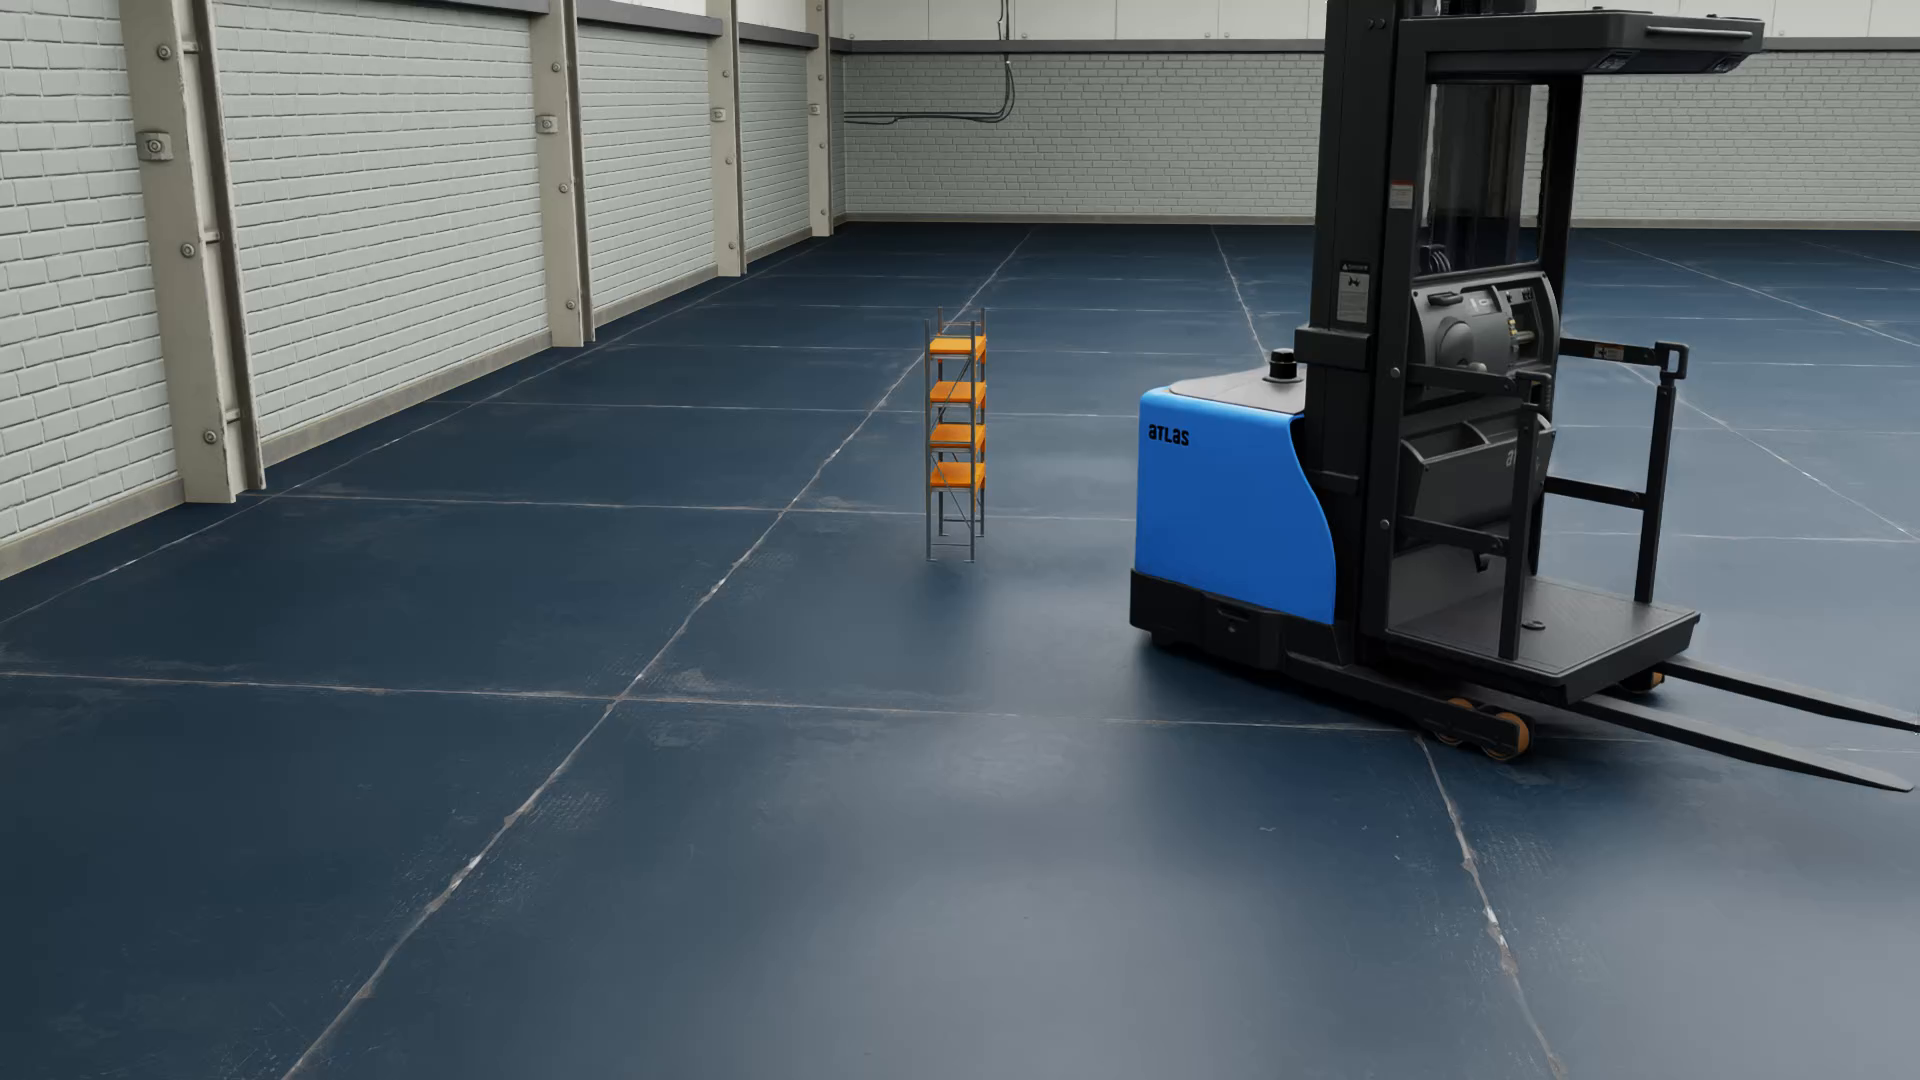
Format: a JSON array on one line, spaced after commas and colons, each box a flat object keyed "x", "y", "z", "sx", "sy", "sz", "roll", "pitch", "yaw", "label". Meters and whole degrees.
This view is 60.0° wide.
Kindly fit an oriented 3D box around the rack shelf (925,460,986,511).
[{"x": -0.019, "y": -0.280, "z": 8.416, "sx": 0.258, "sy": 0.148, "sz": 0.480, "roll": 2, "pitch": 15, "yaw": 6, "label": "rack shelf"}]

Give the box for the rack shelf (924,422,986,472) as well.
[{"x": -0.019, "y": -0.471, "z": 8.364, "sx": 0.258, "sy": 0.148, "sz": 0.480, "roll": 2, "pitch": 15, "yaw": 6, "label": "rack shelf"}]

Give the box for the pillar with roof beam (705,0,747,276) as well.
[{"x": 1.366, "y": -7.594, "z": 19.505, "sx": 9.100, "sy": 9.000, "sz": 0.400, "roll": 2, "pitch": 15, "yaw": 6, "label": "pillar with roof beam"}]

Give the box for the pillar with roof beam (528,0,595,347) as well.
[{"x": 0.689, "y": -6.037, "z": 13.750, "sx": 9.100, "sy": 9.000, "sz": 0.400, "roll": 2, "pitch": 15, "yaw": 6, "label": "pillar with roof beam"}]

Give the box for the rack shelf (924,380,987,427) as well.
[{"x": -0.019, "y": -0.687, "z": 8.306, "sx": 0.258, "sy": 0.148, "sz": 0.480, "roll": 2, "pitch": 15, "yaw": 6, "label": "rack shelf"}]

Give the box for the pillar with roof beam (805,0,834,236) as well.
[{"x": 2.043, "y": -9.150, "z": 25.260, "sx": 9.100, "sy": 9.000, "sz": 0.400, "roll": 2, "pitch": 15, "yaw": 6, "label": "pillar with roof beam"}]

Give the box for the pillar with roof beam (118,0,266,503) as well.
[{"x": 0.012, "y": -4.481, "z": 7.995, "sx": 9.100, "sy": 9.000, "sz": 0.400, "roll": 2, "pitch": 15, "yaw": 6, "label": "pillar with roof beam"}]

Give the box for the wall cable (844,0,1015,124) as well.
[{"x": -0.588, "y": -8.503, "z": 28.816, "sx": 3.097, "sy": 2.526, "sz": 0.112, "roll": 2, "pitch": 15, "yaw": 6, "label": "wall cable"}]

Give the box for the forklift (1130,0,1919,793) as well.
[{"x": 2.085, "y": -0.794, "z": 5.982, "sx": 1.130, "sy": 2.935, "sz": 3.031, "roll": -13, "pitch": 20, "yaw": -40, "label": "forklift"}]

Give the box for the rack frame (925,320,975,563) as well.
[{"x": -0.046, "y": -0.473, "z": 8.113, "sx": 0.240, "sy": 1.200, "sz": 0.015, "roll": 2, "pitch": 15, "yaw": 6, "label": "rack frame"}]

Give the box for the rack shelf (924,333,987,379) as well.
[{"x": -0.019, "y": -0.916, "z": 8.244, "sx": 0.258, "sy": 0.148, "sz": 0.480, "roll": 2, "pitch": 15, "yaw": 6, "label": "rack shelf"}]

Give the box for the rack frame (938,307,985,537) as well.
[{"x": 0.009, "y": -0.600, "z": 8.581, "sx": 0.240, "sy": 1.200, "sz": 0.015, "roll": 2, "pitch": 15, "yaw": 6, "label": "rack frame"}]

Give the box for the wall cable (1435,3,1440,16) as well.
[{"x": 8.843, "y": -11.360, "z": 26.918, "sx": 2.305, "sy": 6.003, "sz": 0.169, "roll": 2, "pitch": 15, "yaw": 6, "label": "wall cable"}]

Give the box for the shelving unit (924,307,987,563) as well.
[{"x": -0.019, "y": -0.536, "z": 8.347, "sx": 0.258, "sy": 1.200, "sz": 0.503, "roll": 2, "pitch": 15, "yaw": 6, "label": "shelving unit"}]
